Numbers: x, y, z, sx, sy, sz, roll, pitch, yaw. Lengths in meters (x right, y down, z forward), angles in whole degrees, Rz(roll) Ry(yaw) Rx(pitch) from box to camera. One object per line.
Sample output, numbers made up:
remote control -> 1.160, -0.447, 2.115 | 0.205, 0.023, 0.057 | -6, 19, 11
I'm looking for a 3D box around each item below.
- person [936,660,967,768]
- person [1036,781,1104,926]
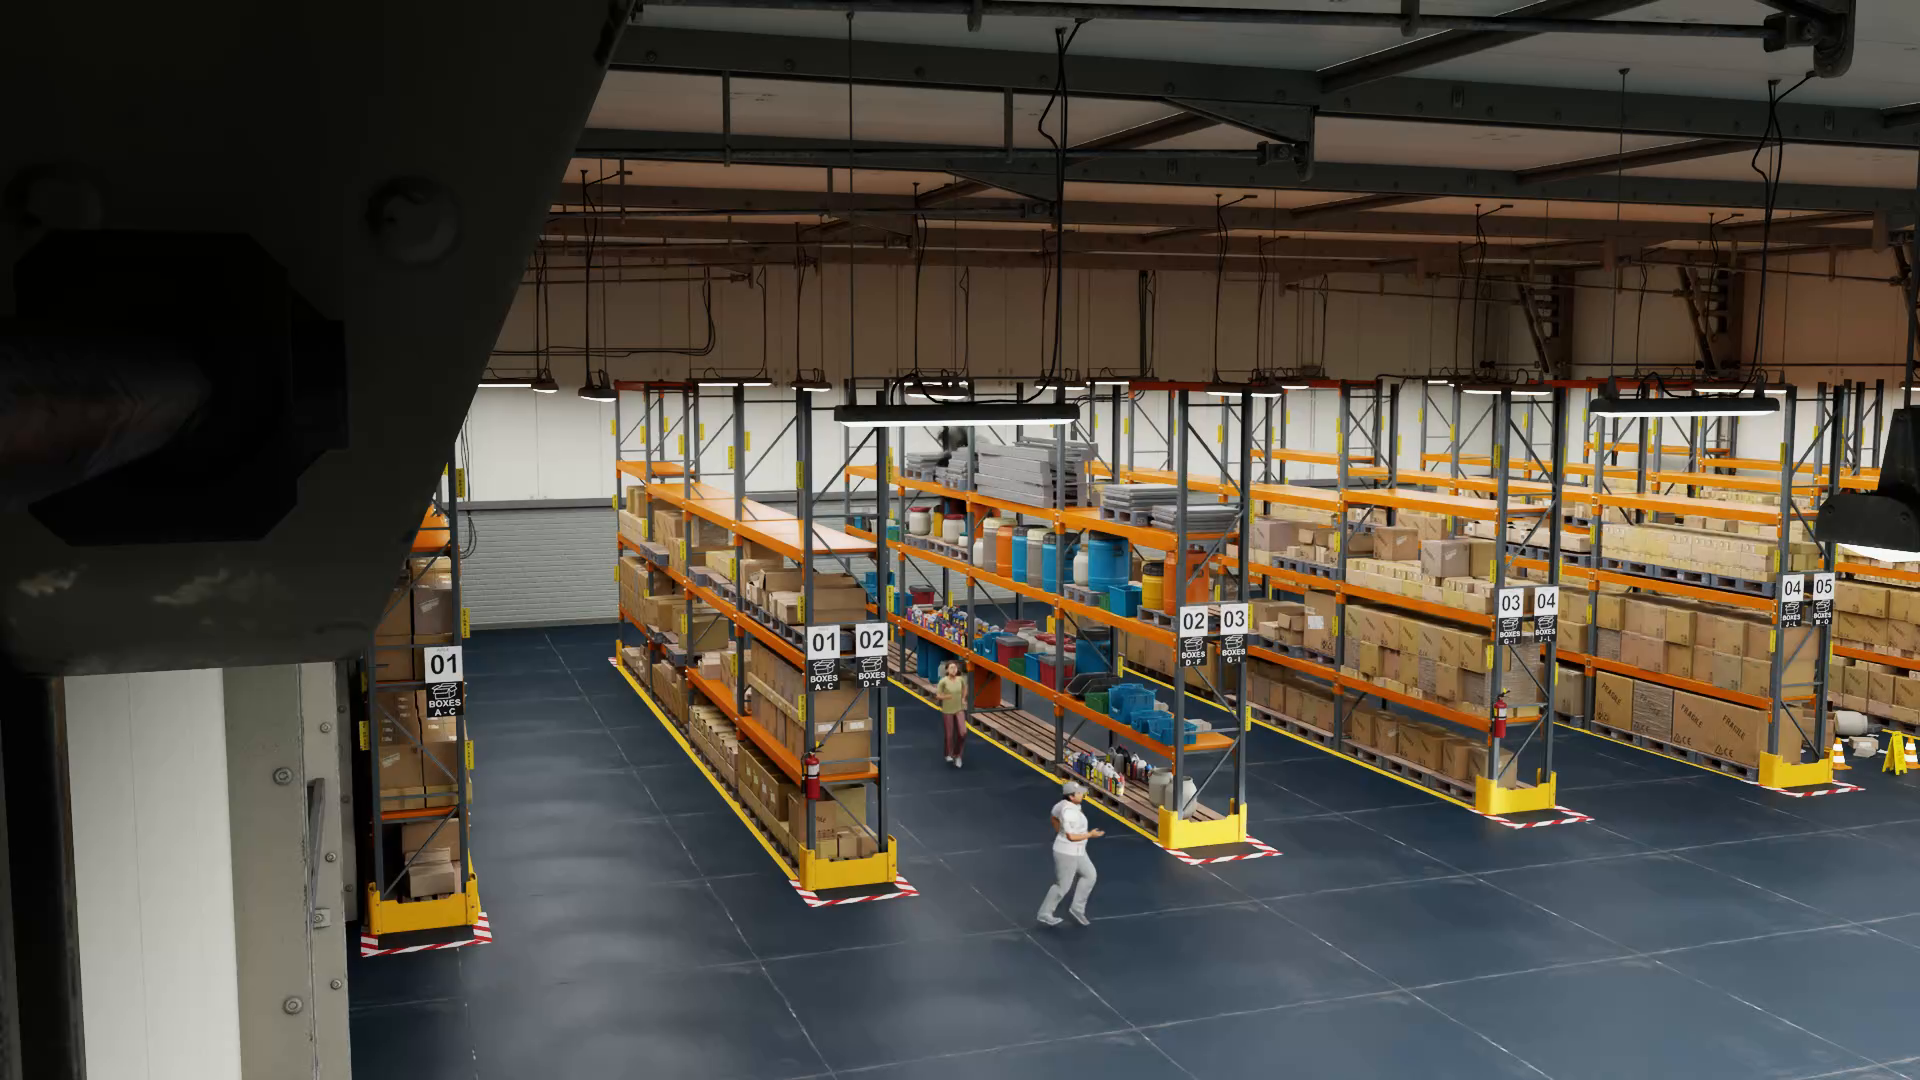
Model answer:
person -> -0.105, 2.724, 26.196 | 0.559, 1.664, 0.641 | -2, 6, -15
person -> 1.246, 3.546, 18.688 | 0.759, 1.705, 0.554 | 1, 6, 10
